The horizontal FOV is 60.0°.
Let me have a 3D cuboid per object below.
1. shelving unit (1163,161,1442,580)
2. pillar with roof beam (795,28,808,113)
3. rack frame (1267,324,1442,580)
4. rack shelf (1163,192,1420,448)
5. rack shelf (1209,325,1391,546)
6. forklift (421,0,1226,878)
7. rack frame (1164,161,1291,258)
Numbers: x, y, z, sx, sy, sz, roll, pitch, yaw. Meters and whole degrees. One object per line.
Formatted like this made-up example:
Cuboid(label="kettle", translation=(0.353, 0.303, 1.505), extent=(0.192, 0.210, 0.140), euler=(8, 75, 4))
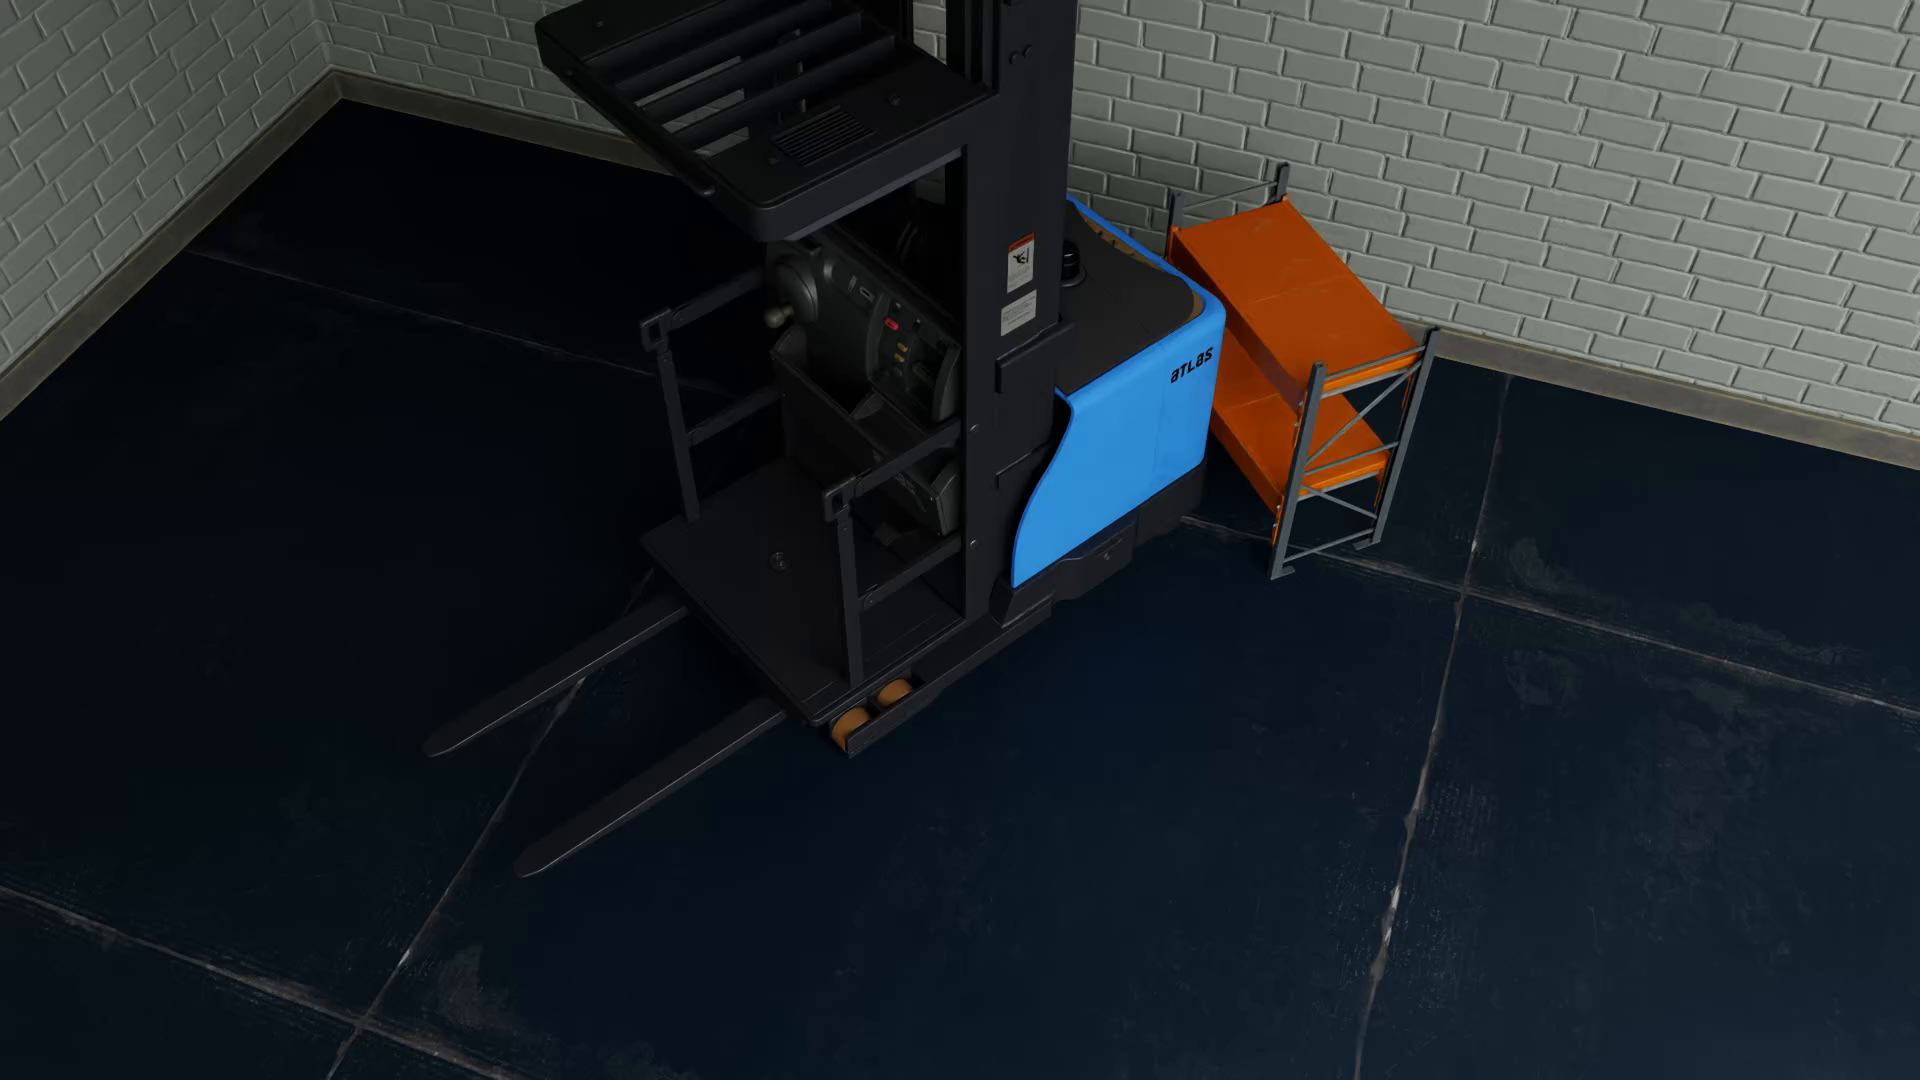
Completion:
Cuboid(label="shelving unit", translation=(1.233, -0.649, 6.435), extent=(0.538, 1.125, 1.048), euler=(-18, 51, -15))
Cuboid(label="pillar with roof beam", translation=(-1.943, -1.320, 1.806), extent=(0.400, 9.000, 9.100), euler=(16, 51, 13))
Cuboid(label="rack frame", translation=(1.434, -0.297, 6.129), extent=(0.500, 1.125, 0.032), euler=(-18, 51, -15))
Cuboid(label="rack shelf", translation=(1.233, -0.841, 6.214), extent=(0.538, 0.278, 1.000), euler=(-18, 51, -15))
Cuboid(label="rack shelf", translation=(1.233, -0.489, 6.620), extent=(0.538, 0.278, 1.000), euler=(-18, 51, -15))
Cuboid(label="forklift", translation=(-0.481, -0.652, 5.242), extent=(3.031, 2.935, 1.130), euler=(-33, 57, -25))
Cuboid(label="rack frame", translation=(1.032, -1.002, 6.741), extent=(0.500, 1.125, 0.032), euler=(-18, 51, -15))
